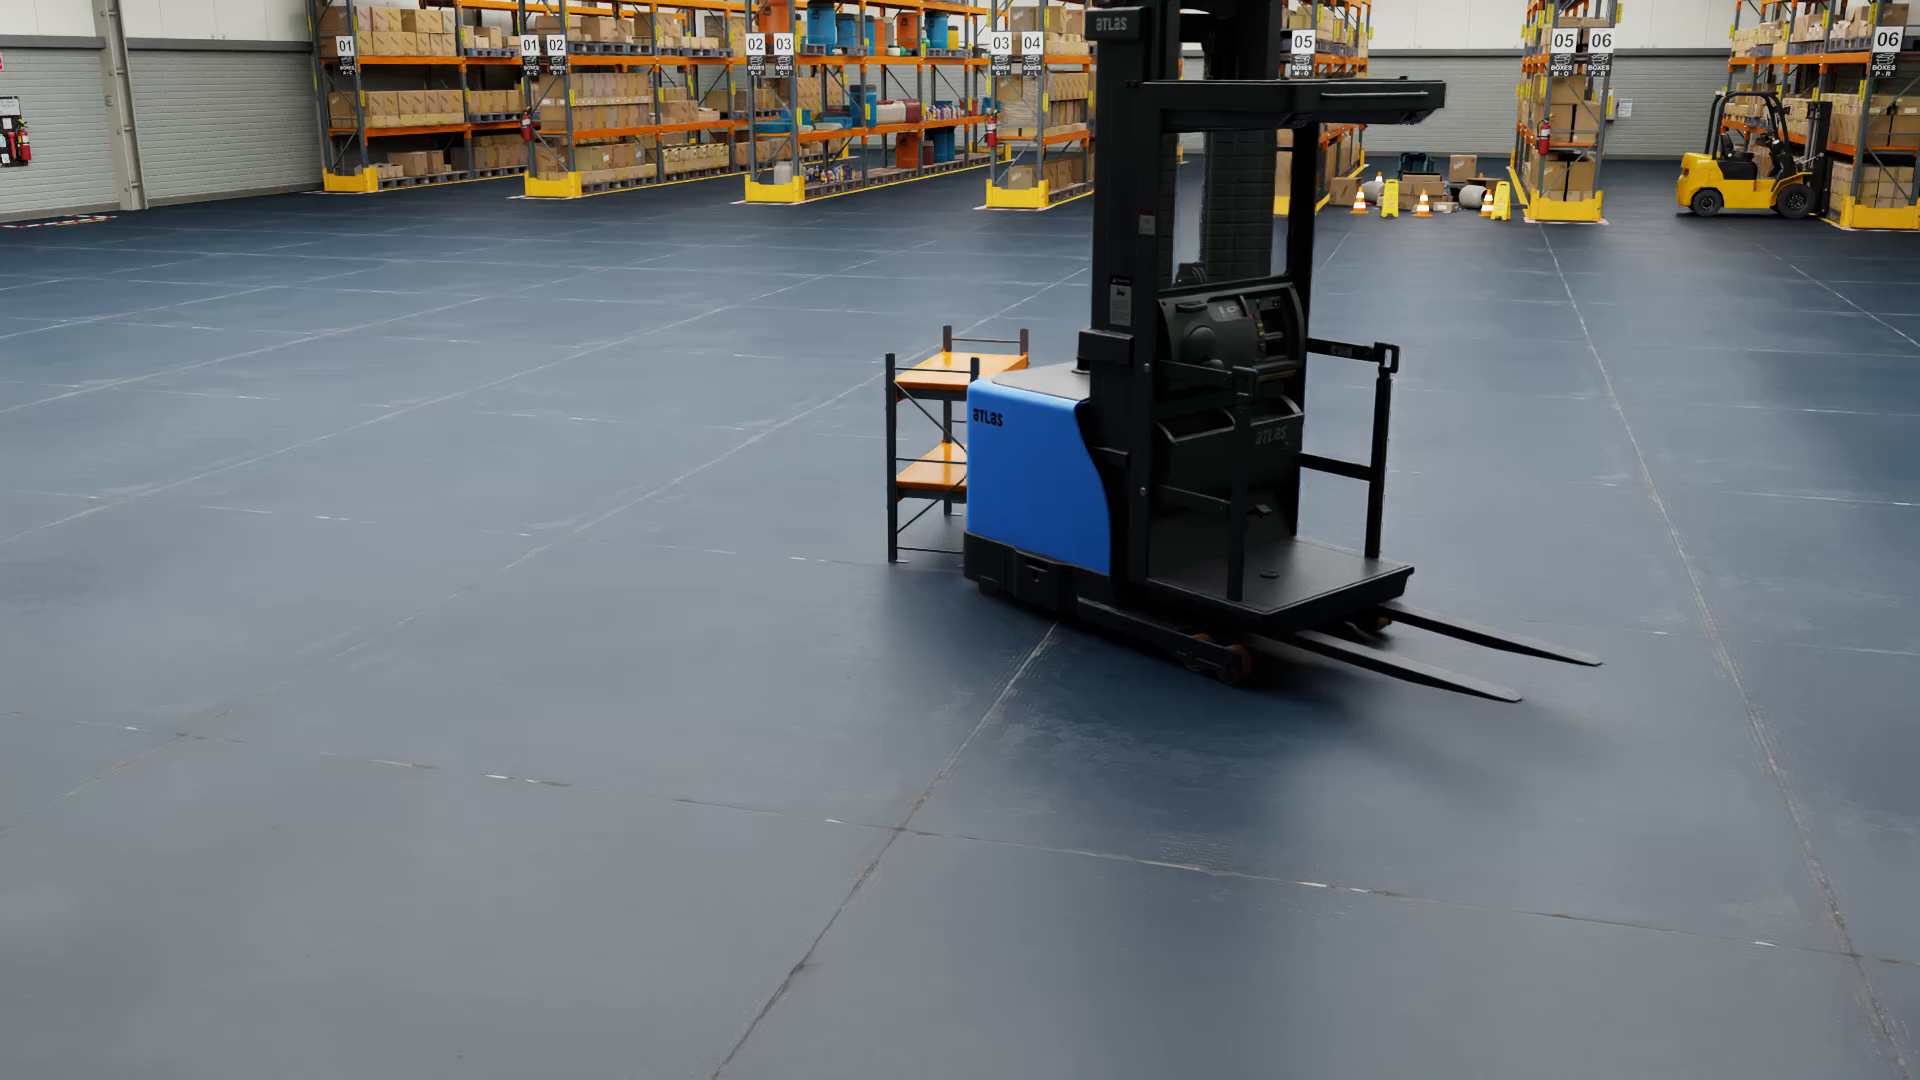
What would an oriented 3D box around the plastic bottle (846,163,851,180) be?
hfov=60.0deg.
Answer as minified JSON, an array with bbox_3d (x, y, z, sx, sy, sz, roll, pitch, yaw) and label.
[{"bbox_3d":[-2.443,-7.995,36.067,0.144,0.351,0.185,4,16,14],"label":"plastic bottle"}]

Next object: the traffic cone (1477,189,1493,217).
[{"bbox_3d":[9.462,-6.041,29.781,0.336,0.463,0.334,5,16,16],"label":"traffic cone"}]

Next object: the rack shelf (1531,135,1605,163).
[{"bbox_3d":[11.145,-7.226,30.629,1.077,0.370,4.000,5,16,16],"label":"rack shelf"}]

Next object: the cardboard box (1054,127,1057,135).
[{"bbox_3d":[1.689,-8.013,32.544,0.380,0.149,0.250,5,16,16],"label":"cardboard box"}]

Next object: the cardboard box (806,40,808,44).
[{"bbox_3d":[-4.495,-13.577,45.561,0.500,0.250,0.500,5,16,16],"label":"cardboard box"}]

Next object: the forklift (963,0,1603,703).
[{"bbox_3d":[1.367,-0.949,7.305,1.130,2.935,3.031,-13,21,-39],"label":"forklift"}]

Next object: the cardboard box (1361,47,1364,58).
[{"bbox_3d":[9.897,-12.284,41.920,0.500,0.250,0.500,5,17,18],"label":"cardboard box"}]

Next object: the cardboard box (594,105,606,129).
[{"bbox_3d":[-7.985,-9.023,35.462,0.700,0.500,0.500,5,17,16],"label":"cardboard box"}]

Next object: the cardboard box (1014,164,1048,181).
[{"bbox_3d":[1.406,-7.138,32.811,0.500,0.500,0.500,10,18,30],"label":"cardboard box"}]

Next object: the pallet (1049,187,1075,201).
[{"bbox_3d":[1.710,-7.024,33.707,1.003,0.211,1.213,5,16,16],"label":"pallet"}]

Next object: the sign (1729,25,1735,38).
[{"bbox_3d":[19.363,-12.757,41.710,0.100,0.325,0.005,5,16,16],"label":"sign"}]

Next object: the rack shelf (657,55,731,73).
[{"bbox_3d":[-6.716,-11.254,39.330,1.077,0.370,4.000,5,16,16],"label":"rack shelf"}]

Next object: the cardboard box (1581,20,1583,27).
[{"bbox_3d":[10.930,-8.900,28.711,0.380,0.149,0.250,5,16,16],"label":"cardboard box"}]

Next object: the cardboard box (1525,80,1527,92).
[{"bbox_3d":[13.468,-10.490,38.800,0.500,0.500,0.500,5,16,16],"label":"cardboard box"}]

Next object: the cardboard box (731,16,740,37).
[{"bbox_3d":[-5.873,-12.899,41.798,0.500,0.500,0.500,5,16,16],"label":"cardboard box"}]

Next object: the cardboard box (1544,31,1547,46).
[{"bbox_3d":[10.892,-9.118,30.212,0.500,0.250,0.500,5,17,16],"label":"cardboard box"}]

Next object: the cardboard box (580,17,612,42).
[{"bbox_3d":[-7.687,-10.761,35.065,0.500,0.500,0.500,5,16,16],"label":"cardboard box"}]

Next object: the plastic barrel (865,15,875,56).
[{"bbox_3d":[-2.229,-11.425,37.696,0.600,0.901,0.708,5,16,16],"label":"plastic barrel"}]

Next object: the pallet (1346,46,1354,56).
[{"bbox_3d":[7.943,-10.679,36.333,1.213,0.211,1.003,5,17,18],"label":"pallet"}]

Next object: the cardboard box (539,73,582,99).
[{"bbox_3d":[-8.262,-9.394,34.392,0.700,0.500,0.500,5,16,16],"label":"cardboard box"}]

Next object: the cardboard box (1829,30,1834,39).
[{"bbox_3d":[16.055,-9.190,30.245,0.380,0.149,0.250,5,17,17],"label":"cardboard box"}]

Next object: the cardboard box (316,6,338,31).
[{"bbox_3d":[-13.300,-11.085,35.365,0.500,0.500,0.500,5,17,18],"label":"cardboard box"}]

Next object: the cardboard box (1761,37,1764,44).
[{"bbox_3d":[17.993,-11.062,36.845,0.380,0.149,0.250,4,16,15],"label":"cardboard box"}]

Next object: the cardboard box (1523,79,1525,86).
[{"bbox_3d":[13.856,-10.863,40.115,0.500,0.500,0.500,4,16,15],"label":"cardboard box"}]

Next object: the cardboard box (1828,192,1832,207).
[{"bbox_3d":[15.469,-5.952,29.085,0.500,0.250,0.500,5,17,16],"label":"cardboard box"}]

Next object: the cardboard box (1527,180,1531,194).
[{"bbox_3d":[11.287,-6.842,32.223,0.500,0.250,0.500,4,16,13],"label":"cardboard box"}]

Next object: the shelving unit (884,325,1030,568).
[{"bbox_3d":[0.002,-0.543,9.182,0.538,1.125,1.048,5,16,16],"label":"shelving unit"}]

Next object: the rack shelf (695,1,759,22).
[{"bbox_3d":[-5.580,-13.551,42.665,1.077,0.370,4.000,5,16,16],"label":"rack shelf"}]

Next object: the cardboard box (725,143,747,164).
[{"bbox_3d":[-5.745,-9.786,42.109,0.500,0.500,0.500,5,17,18],"label":"cardboard box"}]

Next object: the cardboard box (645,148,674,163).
[{"bbox_3d":[-6.928,-8.871,38.351,0.500,0.311,0.500,5,16,16],"label":"cardboard box"}]

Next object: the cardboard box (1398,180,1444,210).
[{"bbox_3d":[8.649,-6.504,31.339,0.797,0.503,0.637,-7,17,-23],"label":"cardboard box"}]

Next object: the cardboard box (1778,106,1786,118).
[{"bbox_3d":[17.226,-8.832,34.328,0.500,0.250,0.500,5,16,16],"label":"cardboard box"}]

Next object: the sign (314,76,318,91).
[{"bbox_3d":[-13.698,-9.728,35.427,0.100,0.325,0.005,5,16,16],"label":"sign"}]

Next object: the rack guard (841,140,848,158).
[{"bbox_3d":[-3.896,-11.551,49.136,1.175,0.500,0.348,5,16,16],"label":"rack guard"}]

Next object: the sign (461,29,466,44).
[{"bbox_3d":[-11.513,-11.668,38.526,0.100,0.325,0.005,5,16,16],"label":"sign"}]

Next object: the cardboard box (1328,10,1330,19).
[{"bbox_3d":[6.853,-10.024,31.721,0.380,0.149,0.250,5,16,16],"label":"cardboard box"}]

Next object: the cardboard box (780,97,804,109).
[{"bbox_3d":[-4.605,-11.887,45.557,0.500,0.500,0.500,5,17,17],"label":"cardboard box"}]

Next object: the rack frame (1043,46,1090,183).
[{"bbox_3d":[2.212,-8.864,35.084,1.000,3.000,0.127,5,16,16],"label":"rack frame"}]

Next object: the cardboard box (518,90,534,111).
[{"bbox_3d":[-11.155,-11.051,41.804,0.700,0.500,0.500,3,16,11],"label":"cardboard box"}]

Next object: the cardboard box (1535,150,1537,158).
[{"bbox_3d":[10.745,-7.067,30.453,0.380,0.149,0.250,5,17,18],"label":"cardboard box"}]

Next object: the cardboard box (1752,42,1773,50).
[{"bbox_3d":[18.644,-11.465,38.485,0.500,0.250,0.500,5,16,16],"label":"cardboard box"}]

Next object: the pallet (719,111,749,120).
[{"bbox_3d":[-6.023,-10.770,42.156,1.213,0.211,1.003,5,16,16],"label":"pallet"}]

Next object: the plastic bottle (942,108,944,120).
[{"bbox_3d":[-0.439,-10.770,42.016,0.061,0.283,0.133,5,16,16],"label":"plastic bottle"}]

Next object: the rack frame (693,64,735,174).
[{"bbox_3d":[-6.148,-10.680,41.486,1.000,3.000,0.127,5,16,16],"label":"rack frame"}]

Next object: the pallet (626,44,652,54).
[{"bbox_3d":[-7.502,-10.809,36.605,1.003,0.211,1.213,5,16,16],"label":"pallet"}]

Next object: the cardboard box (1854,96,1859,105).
[{"bbox_3d":[15.325,-7.416,28.062,0.380,0.149,0.250,5,17,17],"label":"cardboard box"}]

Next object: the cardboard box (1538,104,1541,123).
[{"bbox_3d":[10.759,-7.665,30.128,0.500,0.500,0.500,5,16,16],"label":"cardboard box"}]

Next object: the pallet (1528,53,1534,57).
[{"bbox_3d":[13.297,-10.960,37.322,1.003,0.211,1.213,5,17,18],"label":"pallet"}]

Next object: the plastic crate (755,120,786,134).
[{"bbox_3d":[-3.818,-8.285,33.313,0.499,0.251,0.616,5,16,16],"label":"plastic crate"}]

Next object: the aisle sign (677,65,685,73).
[{"bbox_3d":[-8.317,-14.402,49.845,0.394,0.787,0.004,5,16,16],"label":"aisle sign"}]

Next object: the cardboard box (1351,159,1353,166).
[{"bbox_3d":[9.624,-9.447,41.594,0.380,0.149,0.250,4,16,13],"label":"cardboard box"}]

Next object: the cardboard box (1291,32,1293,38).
[{"bbox_3d":[6.149,-9.623,31.771,0.380,0.149,0.250,5,16,16],"label":"cardboard box"}]

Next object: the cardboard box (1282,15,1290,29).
[{"bbox_3d":[5.673,-9.321,29.973,0.500,0.250,0.500,5,17,17],"label":"cardboard box"}]

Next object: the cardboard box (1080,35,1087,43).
[{"bbox_3d":[2.397,-10.320,34.262,0.380,0.149,0.250,5,17,18],"label":"cardboard box"}]

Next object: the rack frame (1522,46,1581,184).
[{"bbox_3d":[12.850,-9.142,36.065,1.000,3.000,0.127,5,16,16],"label":"rack frame"}]
